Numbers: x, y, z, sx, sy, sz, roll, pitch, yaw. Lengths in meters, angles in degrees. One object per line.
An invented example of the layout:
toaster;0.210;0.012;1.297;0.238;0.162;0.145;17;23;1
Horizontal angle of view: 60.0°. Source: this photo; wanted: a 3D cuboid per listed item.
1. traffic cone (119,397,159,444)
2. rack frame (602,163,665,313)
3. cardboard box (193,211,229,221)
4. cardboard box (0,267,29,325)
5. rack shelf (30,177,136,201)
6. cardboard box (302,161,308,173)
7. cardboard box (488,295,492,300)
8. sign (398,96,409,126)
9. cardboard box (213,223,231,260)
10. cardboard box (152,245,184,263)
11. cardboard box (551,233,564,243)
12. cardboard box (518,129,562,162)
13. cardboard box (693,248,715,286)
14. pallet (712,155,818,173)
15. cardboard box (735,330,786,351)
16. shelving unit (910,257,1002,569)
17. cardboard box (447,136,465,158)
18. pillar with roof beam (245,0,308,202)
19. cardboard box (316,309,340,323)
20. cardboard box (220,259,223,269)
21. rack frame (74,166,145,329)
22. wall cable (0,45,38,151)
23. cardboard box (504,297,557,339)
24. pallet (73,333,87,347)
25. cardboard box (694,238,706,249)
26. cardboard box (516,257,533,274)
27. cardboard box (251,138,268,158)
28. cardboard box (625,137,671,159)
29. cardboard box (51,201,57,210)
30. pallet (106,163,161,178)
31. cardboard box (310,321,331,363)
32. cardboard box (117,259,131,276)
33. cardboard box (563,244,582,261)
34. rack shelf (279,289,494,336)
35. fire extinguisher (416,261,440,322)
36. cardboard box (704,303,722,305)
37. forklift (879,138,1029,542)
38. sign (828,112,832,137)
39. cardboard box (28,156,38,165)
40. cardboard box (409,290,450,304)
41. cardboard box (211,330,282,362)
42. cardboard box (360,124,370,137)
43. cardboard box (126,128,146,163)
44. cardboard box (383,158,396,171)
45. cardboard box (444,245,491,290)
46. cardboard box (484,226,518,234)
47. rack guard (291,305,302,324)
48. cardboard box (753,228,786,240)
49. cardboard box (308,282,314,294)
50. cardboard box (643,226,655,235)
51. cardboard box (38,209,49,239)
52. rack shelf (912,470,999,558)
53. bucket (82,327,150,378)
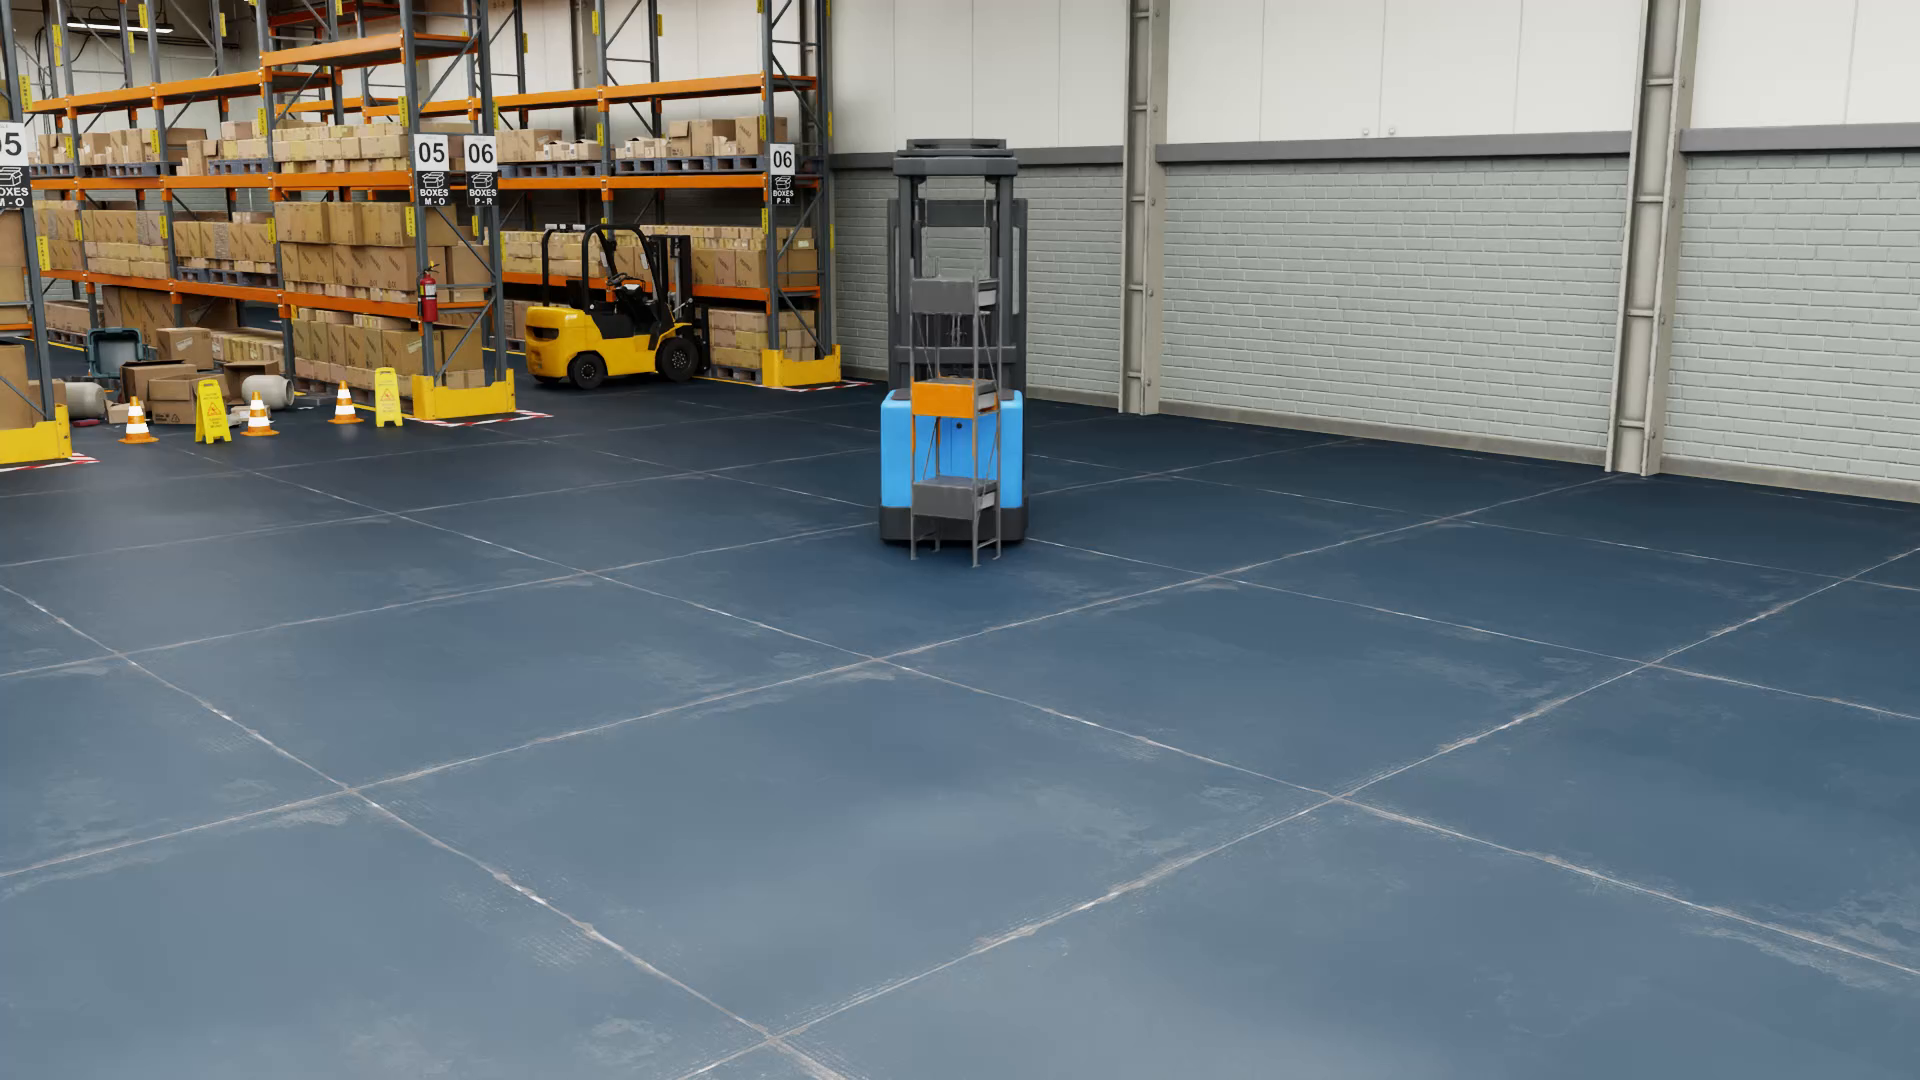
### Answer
traffic cone;-8.624;-1.267;17.415;0.336;0.463;0.334;-11;16;-43
rack frame;-4.949;-4.215;25.435;1.000;3.000;0.127;-11;16;-43
cardboard box;-11.463;-4.751;25.313;0.500;0.500;0.500;11;16;43
cardboard box;-9.573;-2.355;16.039;0.875;0.550;0.550;-11;16;-43
rack shelf;-15.442;-6.099;28.929;1.077;0.370;4.000;-11;16;-43
cardboard box;-8.107;-4.722;21.087;0.380;0.149;0.250;-11;16;-43
cardboard box;-8.236;-4.134;28.592;0.250;0.149;0.380;11;16;42
sign;-6.189;-4.767;18.489;0.100;0.325;0.005;-11;16;-43
cardboard box;-10.079;-4.183;23.255;0.500;0.500;0.500;11;16;43
cardboard box;-11.817;-4.313;25.045;0.500;0.250;0.500;-11;16;-43
cardboard box;-6.249;-4.783;26.337;0.380;0.149;0.250;-11;16;-42
cardboard box;-6.684;-6.283;26.505;0.500;0.500;0.500;-10;16;-41
cardboard box;-3.422;-3.867;23.499;0.500;0.500;0.500;-11;16;-44
pallet;-2.656;-5.164;22.826;1.003;0.211;1.213;-11;16;-43
cardboard box;-2.749;-2.762;22.920;0.500;0.250;0.500;-11;16;-43
shelving unit;-0.027;-0.889;11.524;0.503;2.100;0.431;6;13;27
cardboard box;-5.929;-4.591;19.461;0.500;0.250;0.500;-11;16;-44
pillar with roof beam;-17.560;-8.824;32.938;9.100;9.000;0.548;-11;16;-43
cardboard box;-7.925;-2.841;21.077;0.380;0.149;0.250;-10;15;-40
cardboard box;-10.261;-3.920;23.587;0.380;0.149;0.250;-10;15;-40
rack frame;-14.061;-4.690;27.742;1.000;3.000;0.127;-11;16;-43
wall cable;-20.410;-9.107;34.316;2.355;3.000;0.029;-11;16;-43
cardboard box;-7.291;-3.748;28.015;0.875;0.625;0.625;-10;15;-41
pallet;-14.530;-3.446;28.615;1.003;0.211;1.213;-11;16;-43
cardboard box;-3.532;-4.193;23.474;0.380;0.149;0.250;-11;16;-42
cardboard box;-6.877;-4.478;27.084;0.500;0.250;0.500;11;16;43
cardboard box;-9.045;-5.189;22.061;0.500;0.250;0.500;-11;16;-44
cardboard box;-4.551;-5.740;24.335;0.500;0.311;0.500;-10;16;-41
cardboard box;-15.341;-5.742;28.517;0.380;0.149;0.250;-11;16;-44
pallet;-12.556;-5.732;25.836;1.003;0.211;1.213;-10;15;-40
cardboard box;-7.946;-2.549;21.263;0.500;0.500;0.500;-10;15;-40
cardboard box;-12.909;-4.289;26.167;0.500;0.250;0.500;-11;16;-43
cardboard box;-5.833;-4.496;25.934;0.500;0.250;0.500;11;16;44
rack shelf;-7.155;-2.878;20.731;1.077;0.370;4.000;-11;16;-43
fire extinguisher;-6.028;-2.820;18.857;0.296;0.674;0.183;-11;16;-43
cardboard box;-3.769;-3.371;24.636;0.500;0.250;0.500;-11;16;-42
forklift;-0.012;-1.669;13.248;1.130;2.935;3.031;0;12;2
sign;-1.781;-5.643;22.574;0.100;0.325;0.005;-11;16;-43
cardboard box;-16.238;-6.684;29.320;0.380;0.149;0.250;-10;15;-41
cardboard box;-6.187;-2.840;19.387;0.380;0.149;0.250;-10;15;-41
cardboard box;-10.400;-2.835;24.207;0.950;0.372;0.625;-11;16;-44
cardboard box;-6.863;-4.842;19.694;0.380;0.149;0.250;-11;16;-43
cardboard box;-12.120;-5.948;25.126;0.500;0.500;0.700;11;16;42
cardboard box;-6.418;-4.330;19.182;0.380;0.149;0.250;-11;16;-42
cardboard box;-5.901;-3.241;19.725;0.500;0.500;0.500;-11;16;-43
cardboard box;-7.954;-5.150;28.687;0.500;0.500;0.500;-10;15;-40
rack guard;-13.184;-4.731;34.134;1.175;0.500;0.348;-11;16;-43
cardboard box;-2.586;-4.166;22.607;0.380;0.149;0.250;-11;16;-42
cardboard box;-8.133;-3.245;21.349;0.380;0.149;0.250;-11;16;-43
cardboard box;-4.411;-4.526;24.353;0.380;0.149;0.250;-10;16;-41
cardboard box;-15.630;-5.482;28.859;0.500;0.500;0.500;-11;16;-42
rack shelf;-0.027;-0.190;11.668;0.480;0.518;0.431;6;13;27
bucket;-10.285;-2.261;20.296;0.726;0.611;0.620;-5;3;-23
